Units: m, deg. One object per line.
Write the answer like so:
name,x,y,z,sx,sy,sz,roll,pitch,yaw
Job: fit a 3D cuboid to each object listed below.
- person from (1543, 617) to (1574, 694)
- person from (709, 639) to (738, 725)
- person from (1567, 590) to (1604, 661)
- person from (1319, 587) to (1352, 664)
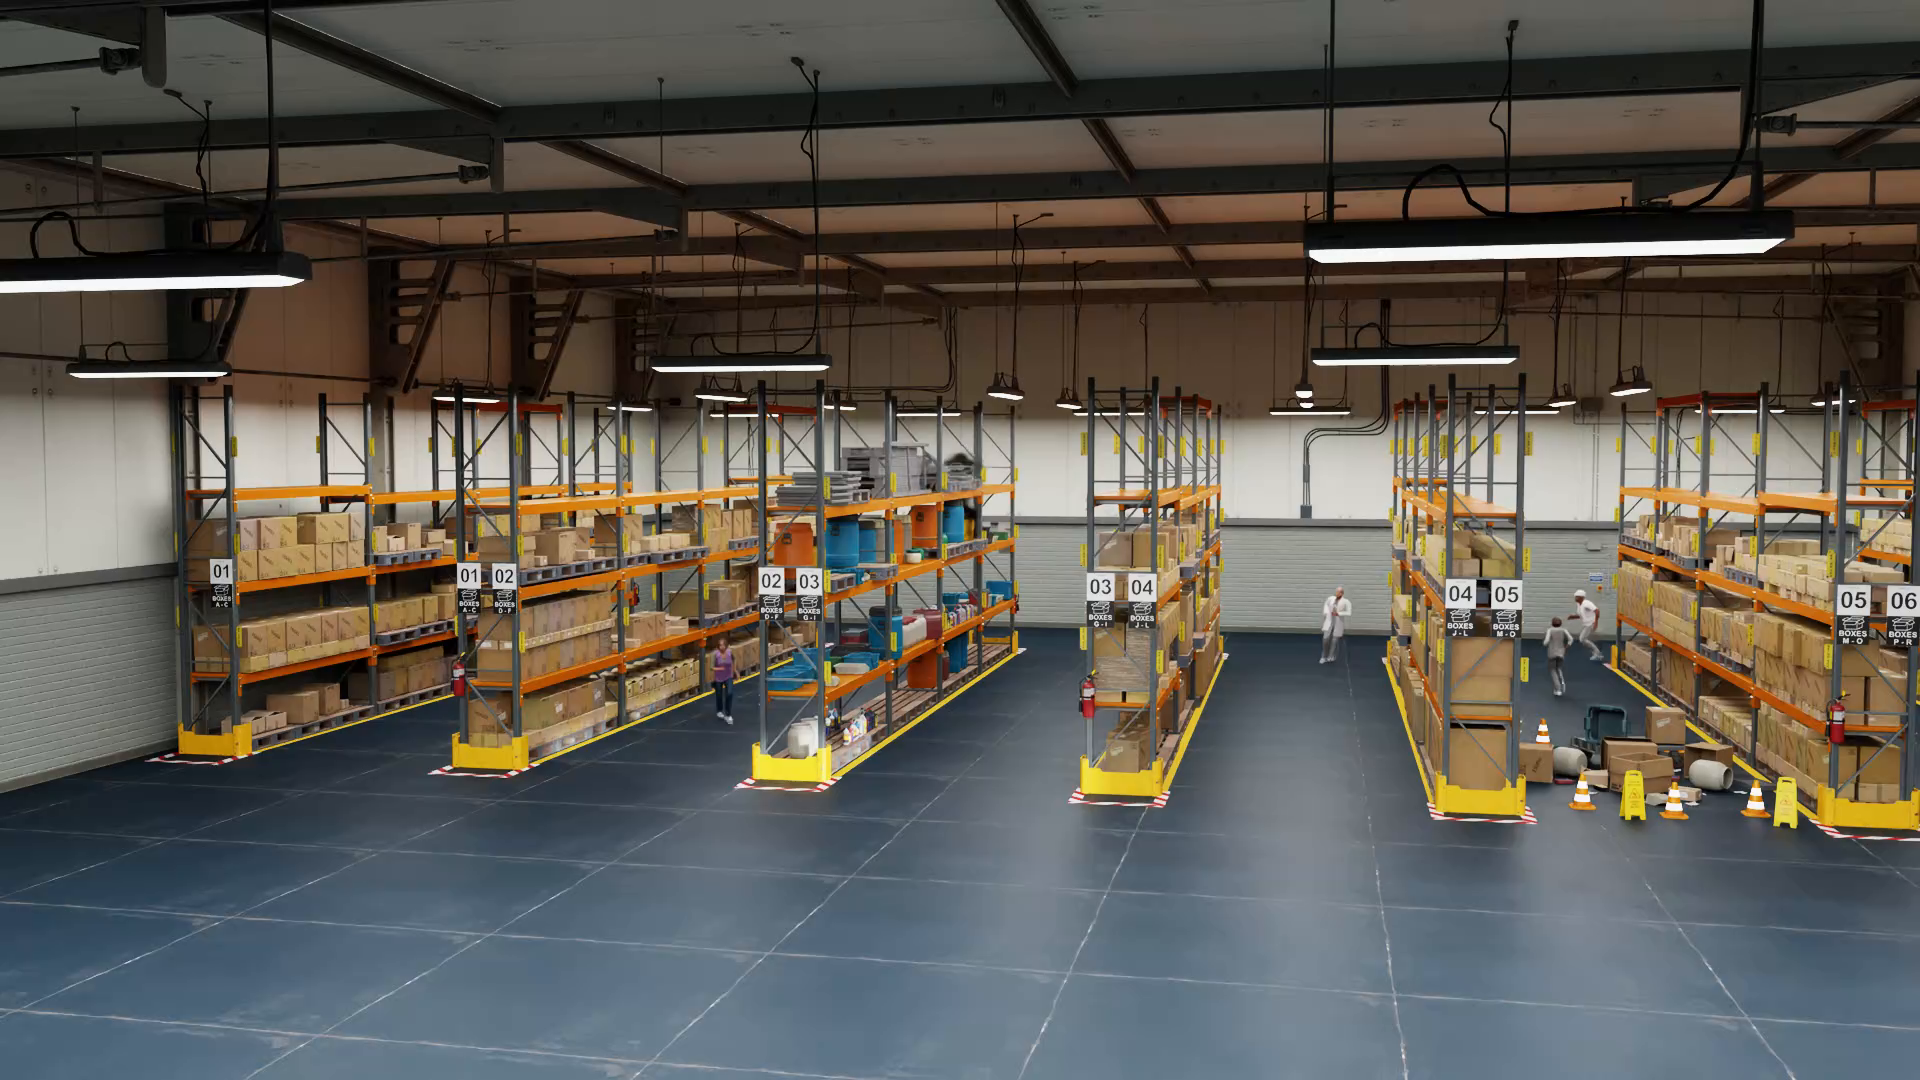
person,12.064,2.329,33.646,0.546,1.550,0.605,0,3,0
person,-4.280,2.543,30.125,0.538,1.560,0.904,-1,3,-12
person,14.647,2.002,38.885,0.834,1.653,0.720,0,3,3
person,8.720,1.991,38.440,0.715,1.830,0.758,2,4,26
